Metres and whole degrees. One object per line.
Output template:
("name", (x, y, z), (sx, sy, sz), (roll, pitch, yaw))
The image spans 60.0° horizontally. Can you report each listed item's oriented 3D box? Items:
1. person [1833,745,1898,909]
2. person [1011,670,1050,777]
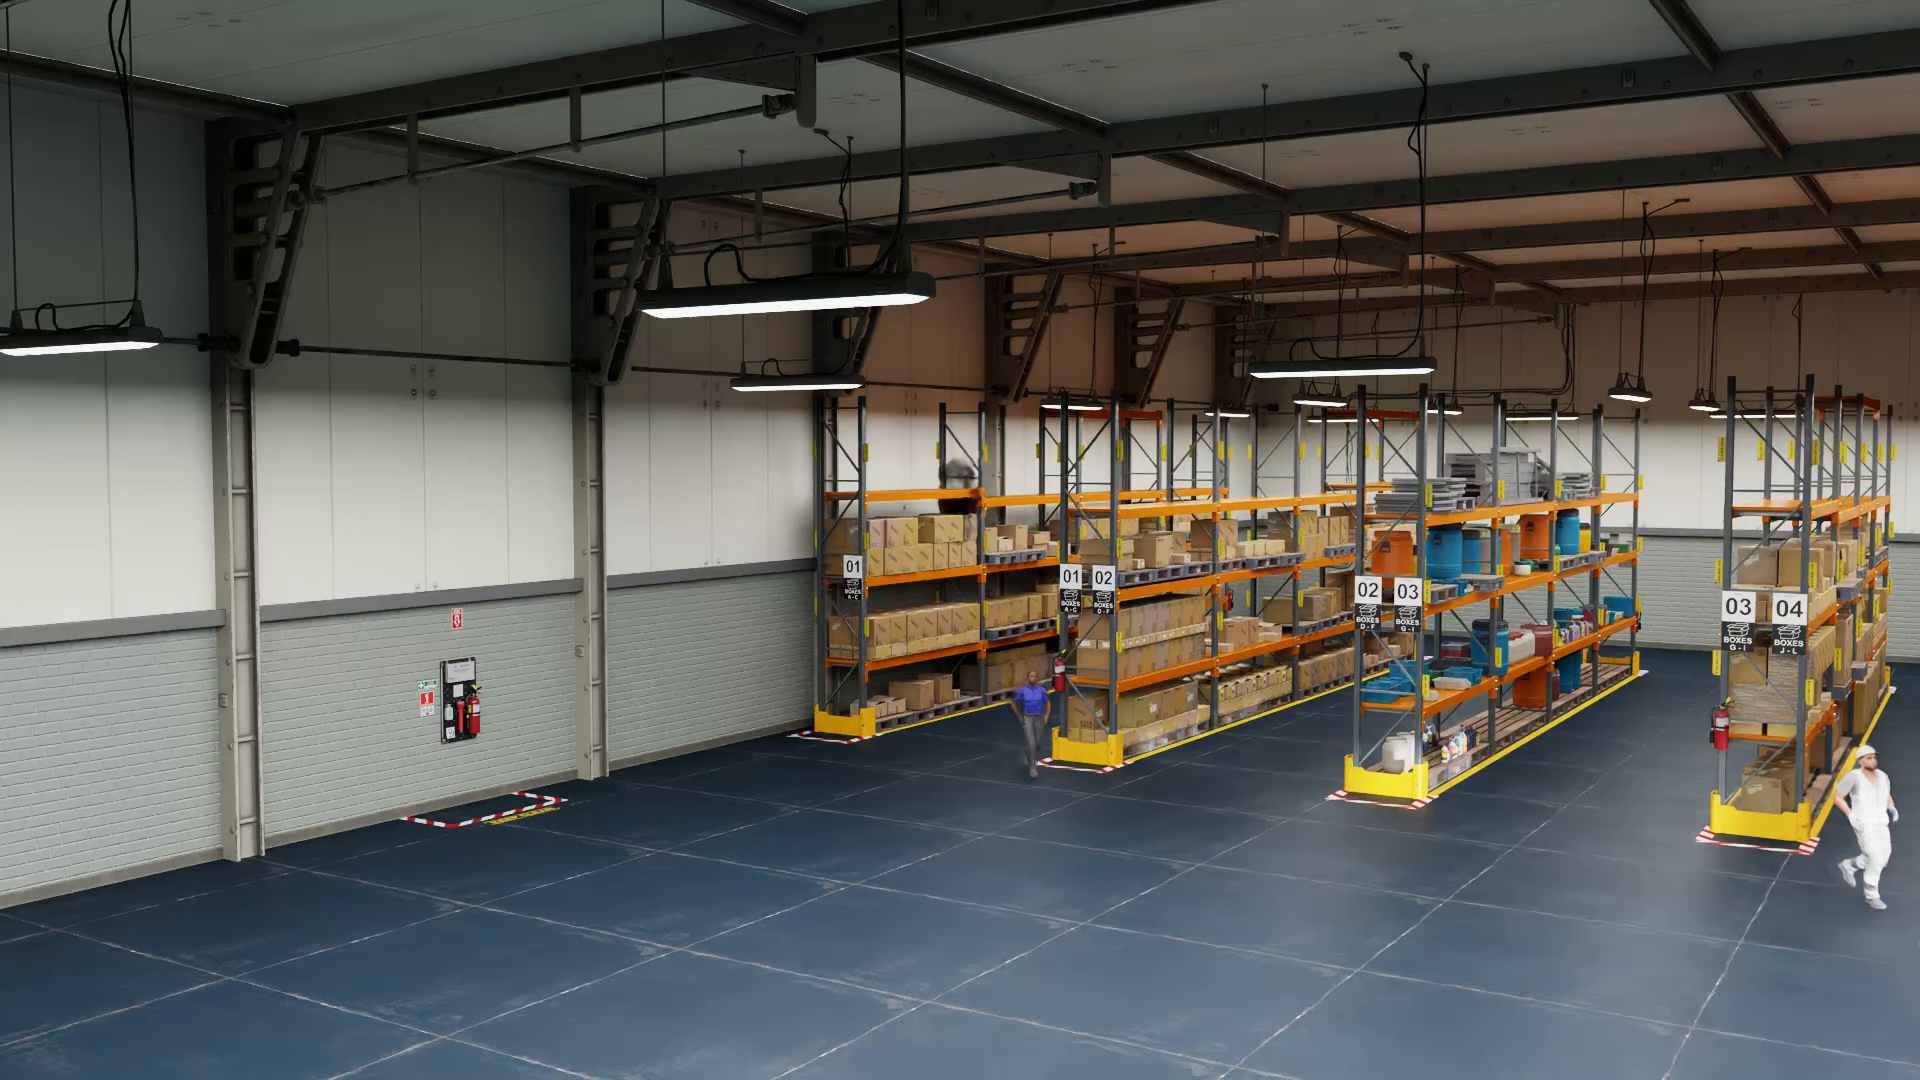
("person", (10.076, 3.159, 18.509), (0.650, 1.766, 0.707), (-1, 3, -11))
("person", (1.109, 2.846, 25.989), (0.624, 1.649, 0.714), (-1, 3, -18))
